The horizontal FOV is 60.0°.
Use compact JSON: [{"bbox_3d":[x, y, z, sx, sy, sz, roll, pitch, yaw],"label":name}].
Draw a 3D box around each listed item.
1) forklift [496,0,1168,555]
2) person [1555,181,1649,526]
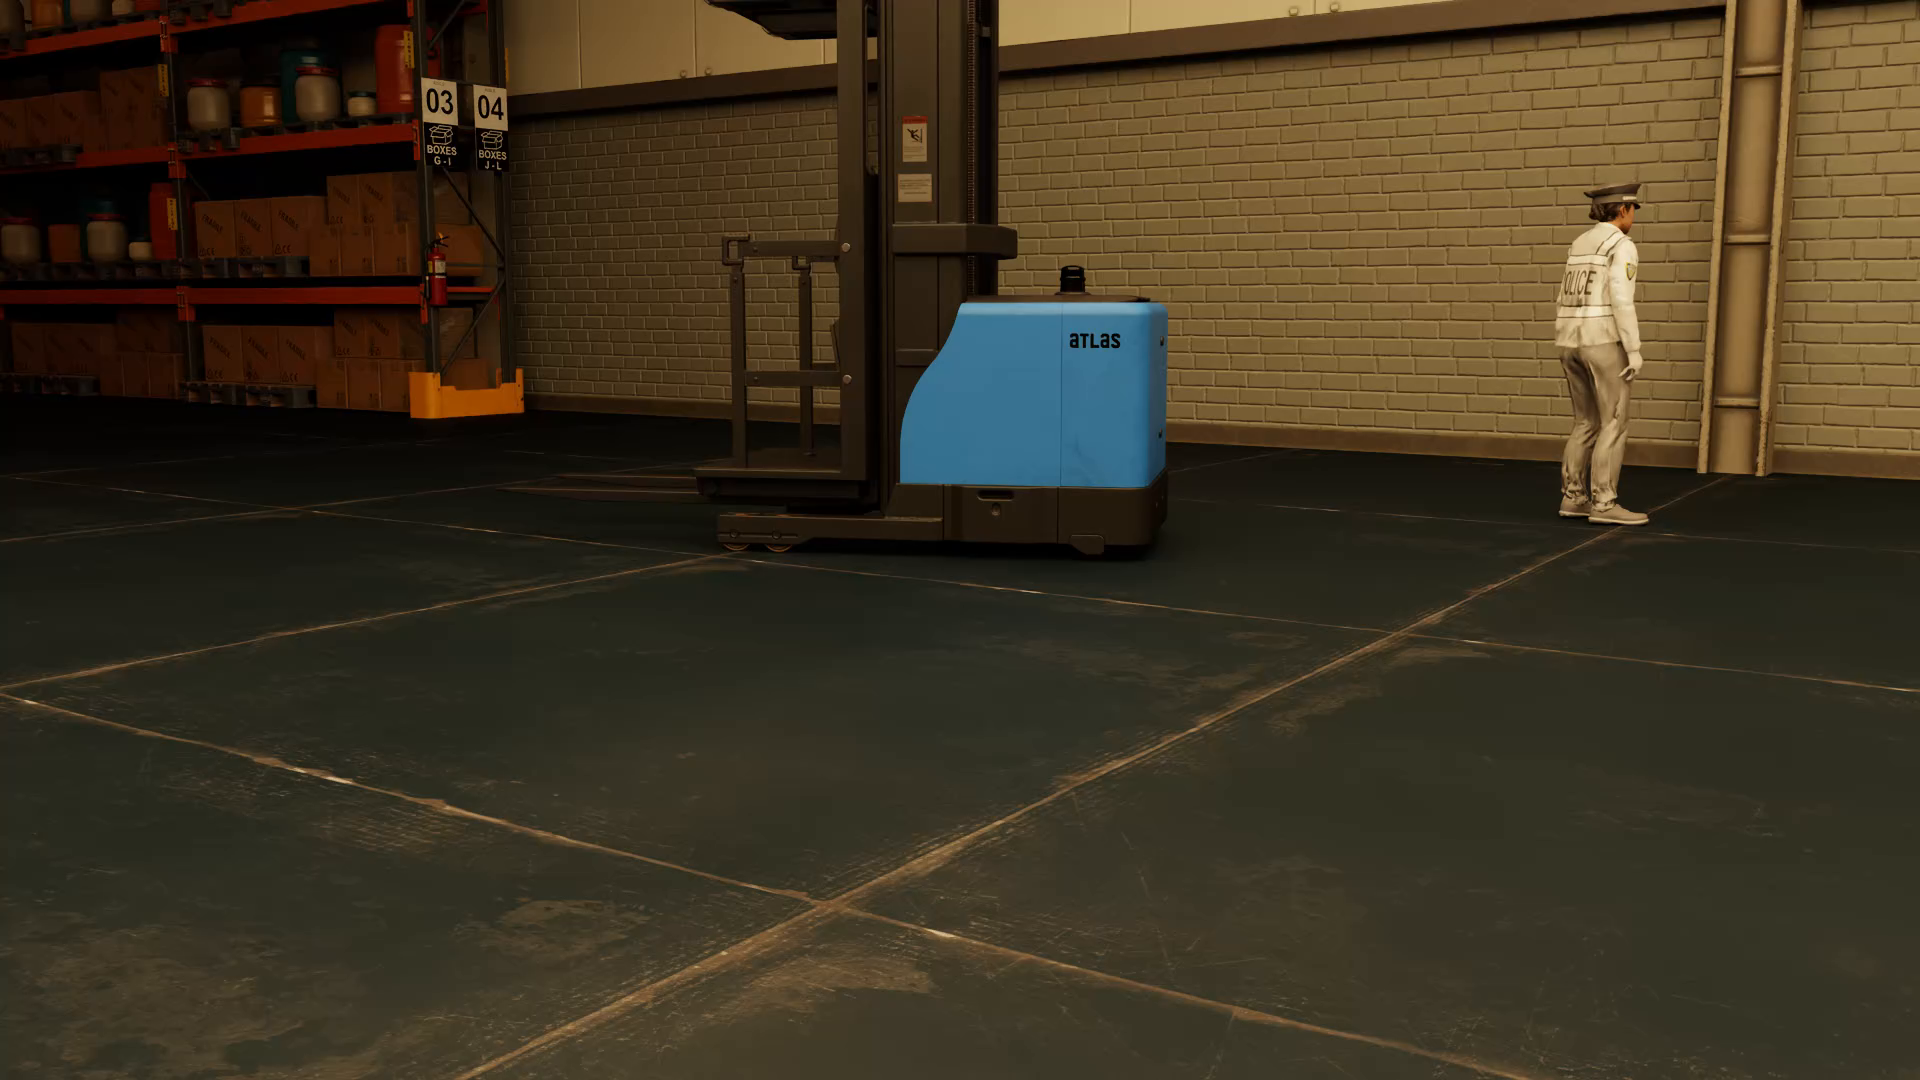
[{"bbox_3d":[-0.596,-1.469,7.520,3.031,2.935,1.130,2,8,12],"label":"forklift"},{"bbox_3d":[3.153,-0.924,8.201,0.375,1.664,0.547,-2,8,-14],"label":"person"}]
